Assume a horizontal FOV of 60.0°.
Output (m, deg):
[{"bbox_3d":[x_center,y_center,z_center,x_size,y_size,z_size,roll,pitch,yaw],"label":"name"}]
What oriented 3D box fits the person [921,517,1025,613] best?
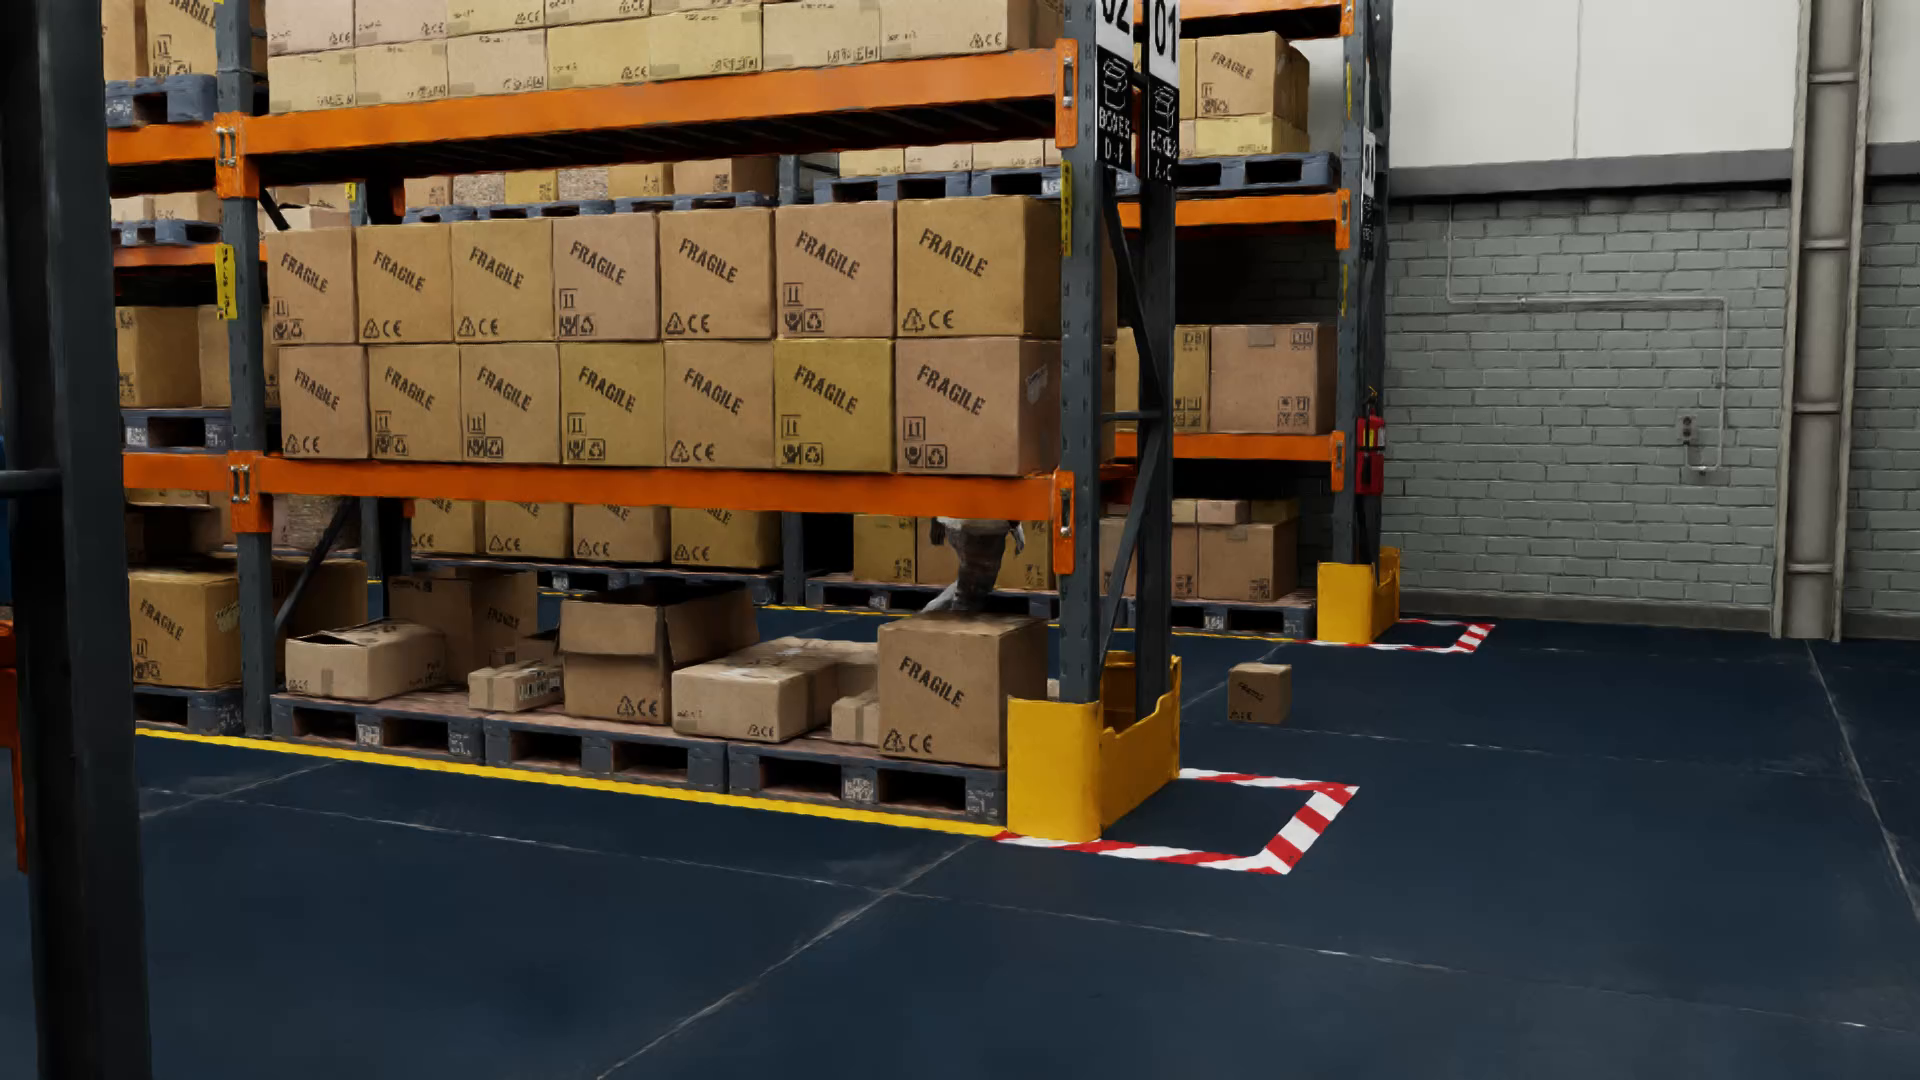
[{"bbox_3d":[0.067,-0.069,8.640,0.511,1.748,0.726,-3,6,-32],"label":"person"}]
